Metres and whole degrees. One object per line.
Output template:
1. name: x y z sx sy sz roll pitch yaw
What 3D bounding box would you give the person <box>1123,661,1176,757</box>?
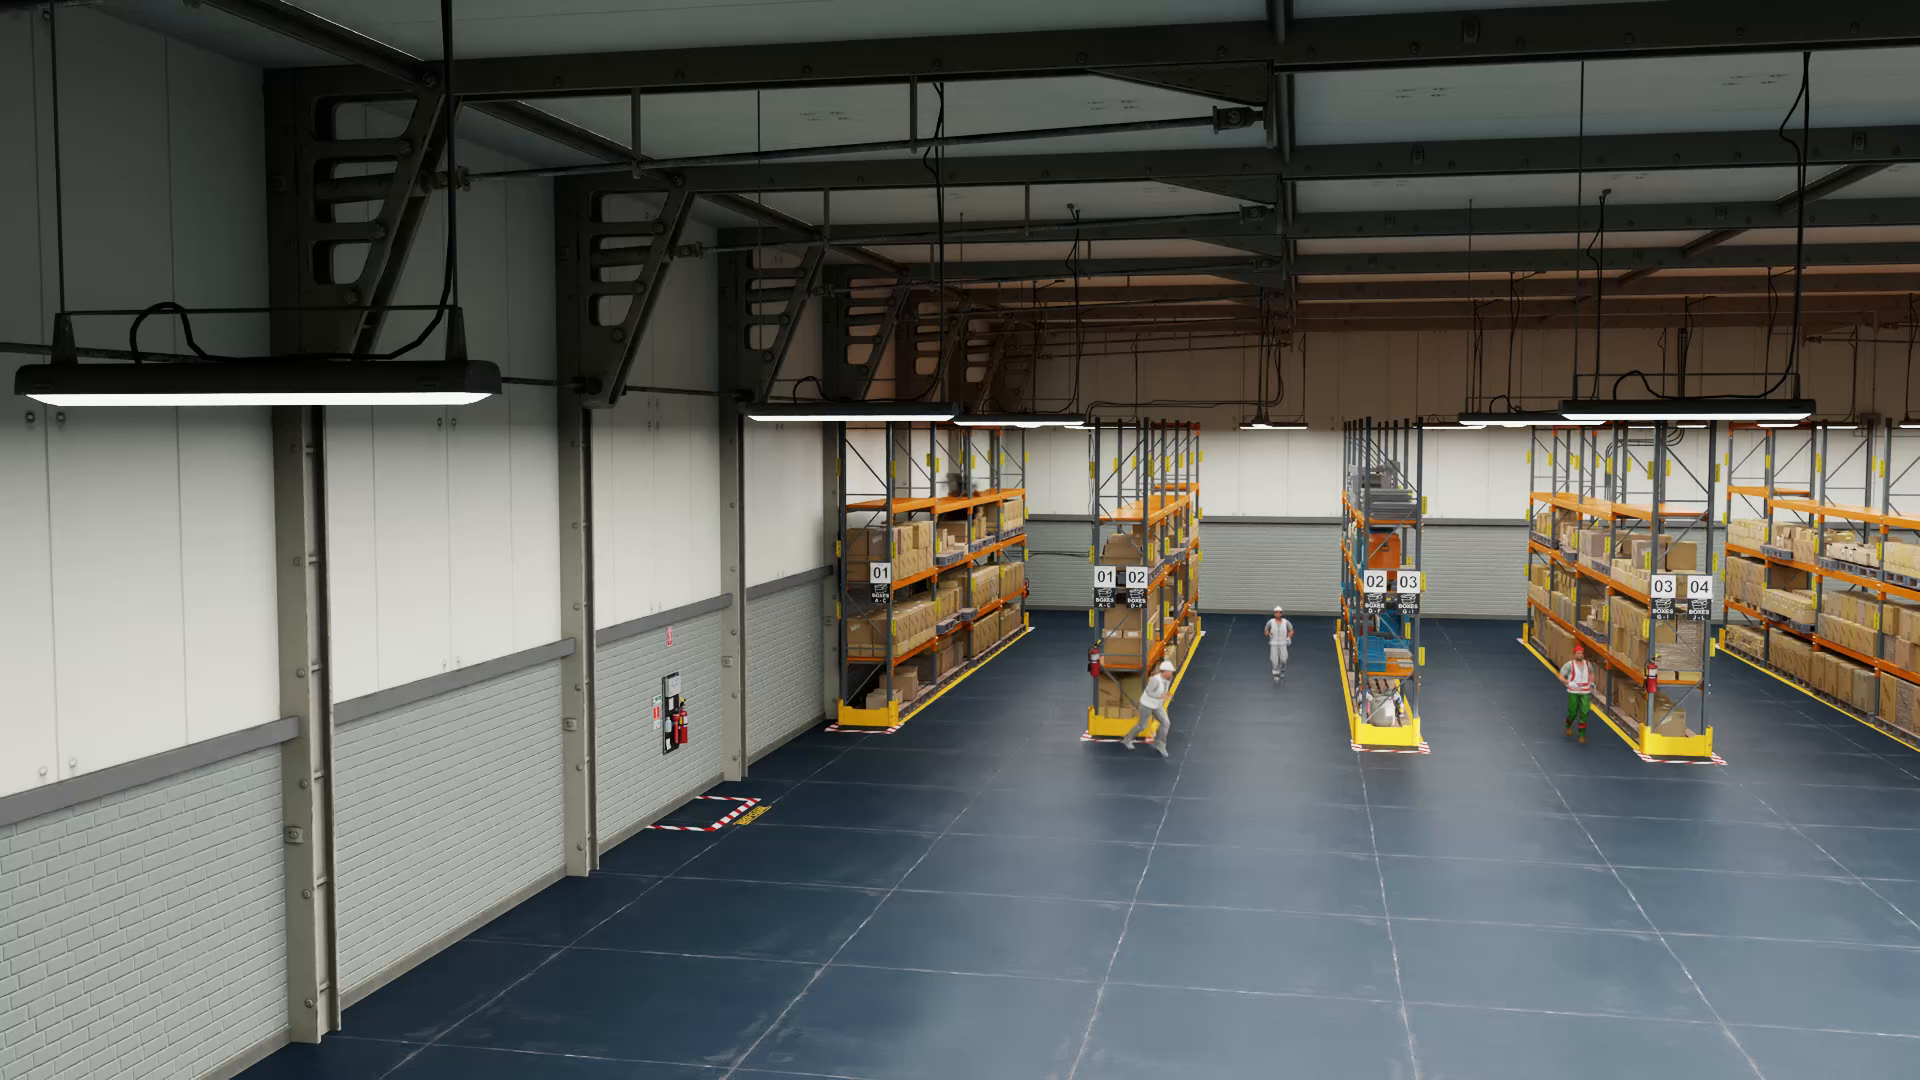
1. person: 3.381 2.987 29.581 1.027 1.731 0.699 3 5 36

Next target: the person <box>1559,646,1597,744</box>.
1. person: 11.425 2.835 30.773 0.680 1.773 0.794 0 4 1

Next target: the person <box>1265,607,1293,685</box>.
1. person: 7.206 2.397 37.569 0.639 1.759 0.612 1 4 10
